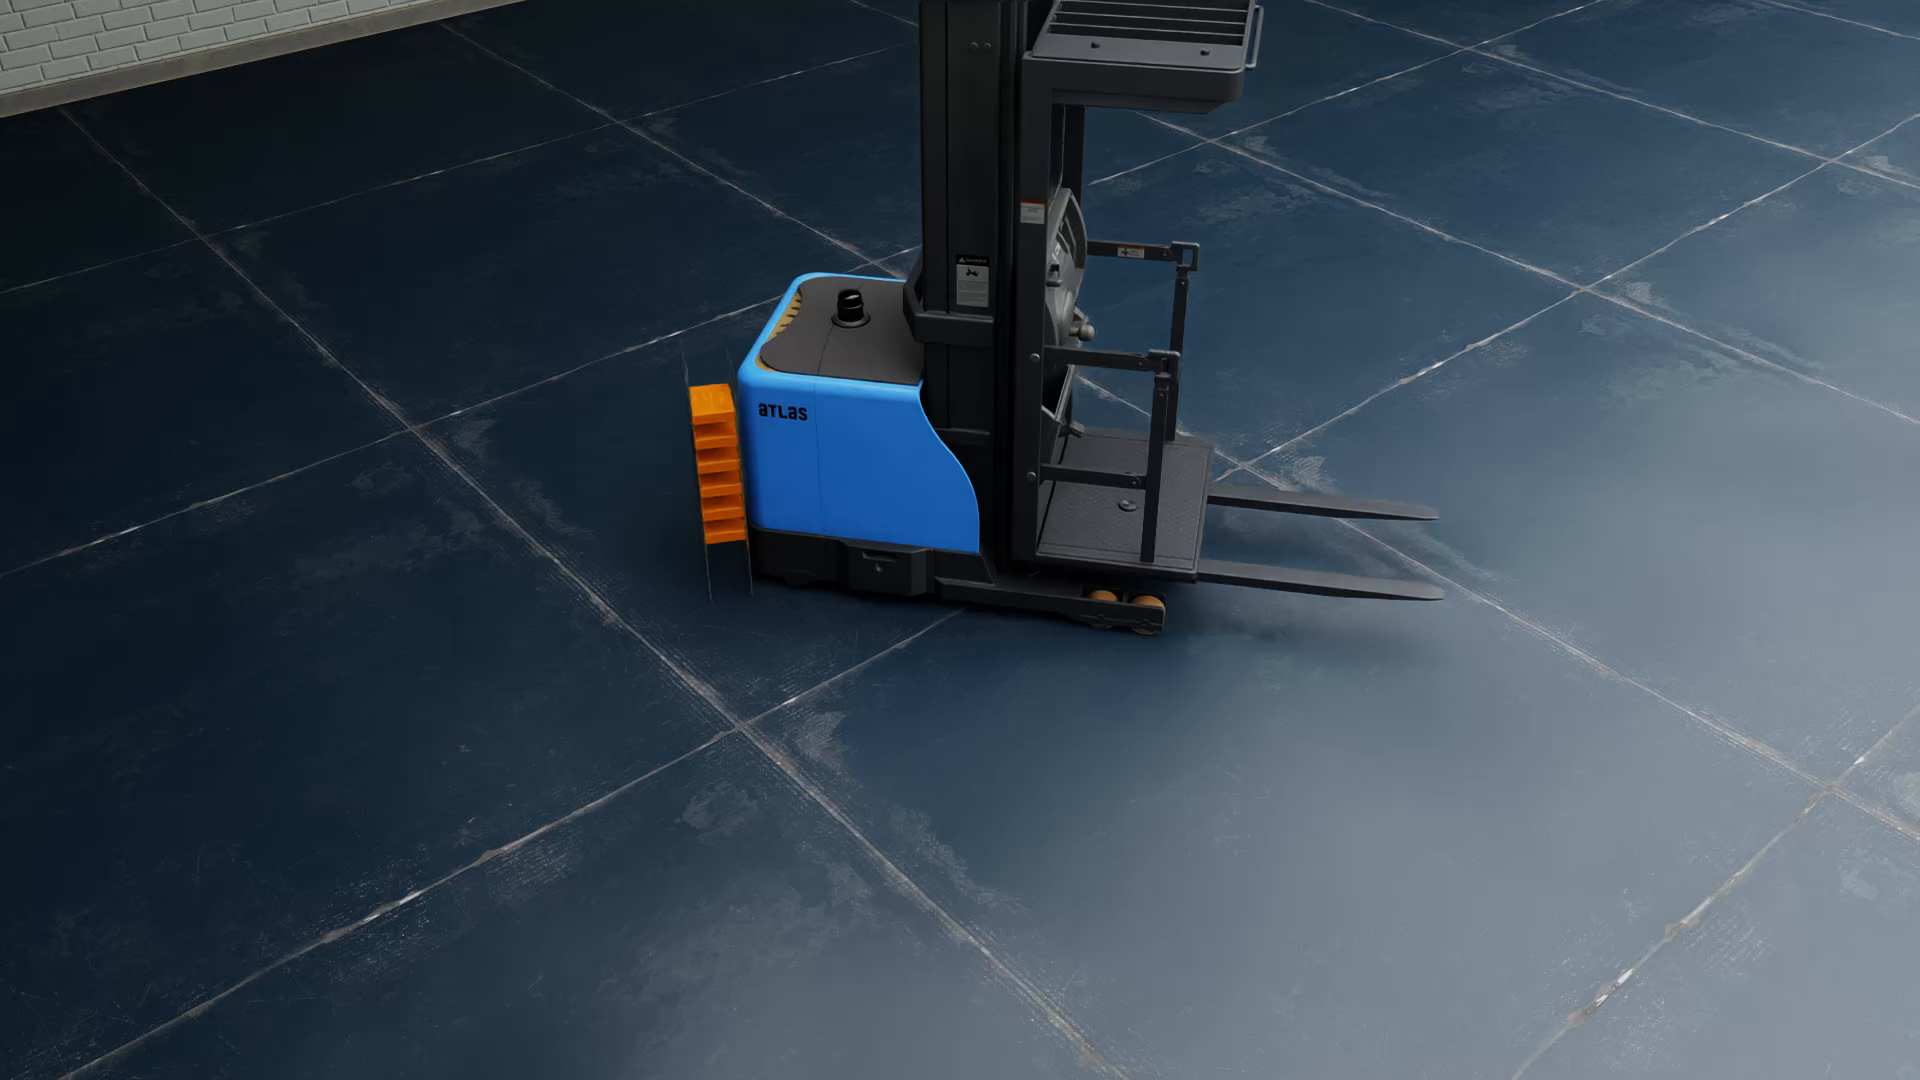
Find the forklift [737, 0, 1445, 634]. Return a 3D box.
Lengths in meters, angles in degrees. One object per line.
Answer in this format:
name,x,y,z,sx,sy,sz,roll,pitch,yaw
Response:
forklift,0.624,-1.125,6.803,3.031,2.935,1.130,6,36,9

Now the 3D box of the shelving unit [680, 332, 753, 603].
shelving unit,-1.037,-0.292,7.124,0.189,1.200,0.258,-8,36,-11

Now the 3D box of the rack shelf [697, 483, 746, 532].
rack shelf,-1.038,-0.158,7.219,0.180,0.103,0.258,-8,36,-11

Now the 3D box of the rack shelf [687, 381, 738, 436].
rack shelf,-1.036,-0.550,6.942,0.180,0.103,0.258,-8,36,-11

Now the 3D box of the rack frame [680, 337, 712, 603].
rack frame,-1.126,-0.280,7.107,0.006,1.200,0.240,-8,36,-11

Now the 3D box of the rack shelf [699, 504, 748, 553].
rack shelf,-1.038,-0.060,7.288,0.180,0.103,0.258,-8,36,-11

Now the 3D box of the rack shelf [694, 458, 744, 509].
rack shelf,-1.037,-0.256,7.150,0.180,0.103,0.258,-8,36,-11

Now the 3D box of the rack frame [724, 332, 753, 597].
rack frame,-0.948,-0.304,7.141,0.006,1.200,0.240,-8,36,-11

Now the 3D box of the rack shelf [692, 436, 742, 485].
rack shelf,-1.037,-0.354,7.080,0.180,0.103,0.258,-8,36,-11

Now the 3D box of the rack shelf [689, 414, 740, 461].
rack shelf,-1.037,-0.452,7.011,0.180,0.103,0.258,-8,36,-11
